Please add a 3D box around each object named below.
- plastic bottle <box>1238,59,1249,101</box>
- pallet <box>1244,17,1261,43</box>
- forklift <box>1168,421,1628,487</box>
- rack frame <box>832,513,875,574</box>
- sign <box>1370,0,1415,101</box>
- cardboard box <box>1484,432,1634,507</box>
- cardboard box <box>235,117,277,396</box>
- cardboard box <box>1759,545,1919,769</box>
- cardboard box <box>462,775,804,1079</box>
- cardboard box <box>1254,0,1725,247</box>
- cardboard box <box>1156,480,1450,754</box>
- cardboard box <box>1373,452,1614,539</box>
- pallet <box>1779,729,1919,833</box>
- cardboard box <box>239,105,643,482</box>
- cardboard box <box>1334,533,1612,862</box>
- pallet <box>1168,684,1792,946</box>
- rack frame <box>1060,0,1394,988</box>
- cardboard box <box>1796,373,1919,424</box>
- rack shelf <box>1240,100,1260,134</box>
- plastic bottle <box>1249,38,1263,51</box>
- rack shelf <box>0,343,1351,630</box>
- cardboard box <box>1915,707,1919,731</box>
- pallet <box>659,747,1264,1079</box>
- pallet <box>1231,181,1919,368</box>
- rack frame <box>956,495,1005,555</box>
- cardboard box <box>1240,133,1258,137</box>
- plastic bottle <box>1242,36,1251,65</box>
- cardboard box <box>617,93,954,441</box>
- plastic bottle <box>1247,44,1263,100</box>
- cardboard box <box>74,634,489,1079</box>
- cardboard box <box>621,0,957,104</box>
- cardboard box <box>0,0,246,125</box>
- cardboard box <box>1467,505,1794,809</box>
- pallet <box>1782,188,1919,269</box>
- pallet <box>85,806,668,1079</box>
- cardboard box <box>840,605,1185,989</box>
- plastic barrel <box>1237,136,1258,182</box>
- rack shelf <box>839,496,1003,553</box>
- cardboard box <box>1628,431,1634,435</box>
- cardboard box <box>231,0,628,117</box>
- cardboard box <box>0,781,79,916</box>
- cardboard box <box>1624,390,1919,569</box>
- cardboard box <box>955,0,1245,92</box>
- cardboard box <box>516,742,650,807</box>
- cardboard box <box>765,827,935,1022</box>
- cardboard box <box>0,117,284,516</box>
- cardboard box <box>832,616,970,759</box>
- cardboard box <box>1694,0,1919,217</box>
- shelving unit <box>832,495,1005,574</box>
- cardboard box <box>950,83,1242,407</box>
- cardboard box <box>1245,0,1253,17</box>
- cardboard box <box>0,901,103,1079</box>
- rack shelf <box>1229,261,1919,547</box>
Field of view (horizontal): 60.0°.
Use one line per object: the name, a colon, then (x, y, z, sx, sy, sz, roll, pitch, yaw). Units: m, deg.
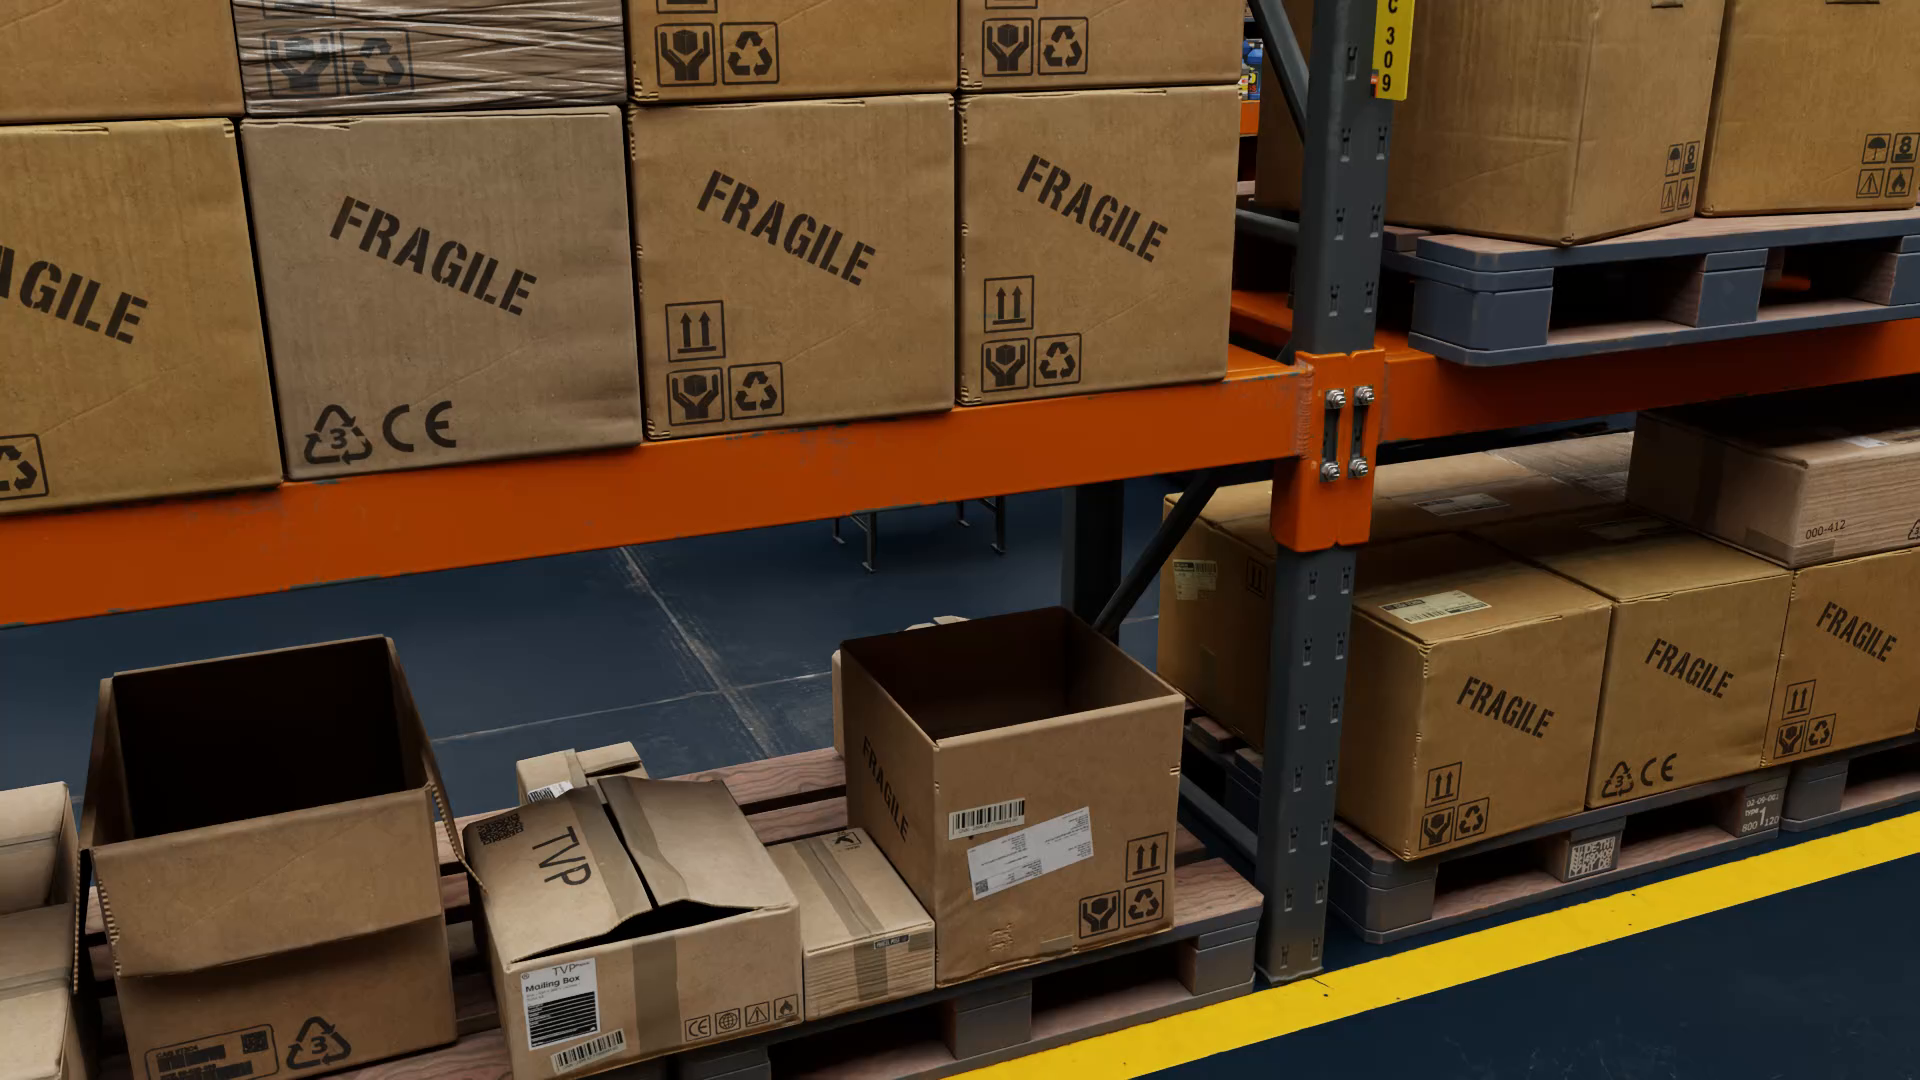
plastic bottle: (1.418, -2.338, 8.444, 0.097, 0.201, 0.097, 0, 19, 0)
pallet: (2.053, -4.386, 14.251, 1.213, 0.211, 1.003, -8, 21, -22)
forklift: (2.177, -1.799, 6.718, 3.031, 2.935, 1.130, -11, 22, -28)
rack frame: (-0.376, -0.937, 5.520, 0.015, 2.100, 0.400, -8, 21, -22)
sign: (0.721, -0.900, 2.758, 0.005, 0.325, 0.100, -8, 21, -22)
cardboard box: (1.757, 0.035, 4.508, 0.500, 0.500, 0.500, -8, 21, -21)
cardboard box: (-1.472, -0.518, 2.827, 0.500, 0.500, 0.500, -8, 21, -23)
cardboard box: (1.987, 0.189, 4.069, 0.500, 0.500, 0.500, -8, 21, -21)
cardboard box: (-0.600, 0.665, 3.003, 0.500, 0.311, 0.500, -8, 21, -22)
cardboard box: (1.023, -0.895, 3.265, 0.500, 0.500, 0.700, -17, 26, -40)
cardboard box: (0.839, 0.163, 4.143, 0.500, 0.500, 0.500, -8, 21, -22)
cardboard box: (1.296, 0.101, 4.321, 0.500, 0.500, 0.500, -8, 21, -22)
pallet: (2.353, 0.379, 4.628, 1.213, 0.211, 1.003, -8, 21, -22)
cardboard box: (-0.802, -0.423, 2.555, 0.500, 0.500, 0.500, -8, 21, -21)
cardboard box: (1.040, 0.326, 3.680, 0.500, 0.500, 0.500, -9, 21, -24)
pallet: (1.231, 0.541, 4.168, 1.213, 0.211, 1.003, -8, 21, -22)
rack frame: (0.499, -0.656, 3.368, 0.127, 3.000, 1.000, -8, 21, -22)
cardboard box: (2.418, -0.225, 4.117, 0.500, 0.250, 0.500, -9, 21, -23)
rack shelf: (0.377, -2.091, 8.527, 4.000, 0.370, 1.077, -8, 21, -22)
plastic bottle: (1.688, -2.676, 9.293, 0.135, 0.276, 0.152, -8, 21, -22)
rack shelf: (-1.337, -0.054, 2.741, 4.000, 0.370, 1.077, -8, 21, -22)
cardboard box: (2.451, 0.123, 4.258, 0.500, 0.500, 0.500, -9, 21, -24)
pallet: (-0.132, 0.750, 3.576, 1.213, 0.211, 1.003, -8, 21, -22)
pallet: (1.276, -0.637, 3.604, 1.213, 0.211, 1.003, -8, 21, -22)
rack frame: (0.072, -1.001, 5.703, 0.015, 2.100, 0.400, -8, 21, -22)
cardboard box: (2.393, -3.553, 14.699, 0.500, 0.500, 0.700, -10, 22, -27)
plastic bottle: (1.571, -2.667, 9.274, 0.097, 0.271, 0.097, 0, 19, 0)
cardboard box: (-0.331, -0.491, 2.749, 0.500, 0.500, 0.500, -8, 21, -20)
plastic bottle: (1.507, -2.384, 8.469, 0.097, 0.271, 0.097, 0, 19, 0)
cardboard box: (-1.224, 0.563, 3.004, 0.637, 0.503, 0.797, -8, 21, -22)
cardboard box: (-0.332, -0.961, 2.579, 0.500, 0.500, 0.500, -9, 21, -23)
cardboard box: (-1.257, -0.829, 2.204, 0.500, 0.500, 0.500, -8, 21, -22)
cardboard box: (1.525, 0.253, 3.889, 0.500, 0.500, 0.500, -8, 21, -21)
pallet: (2.388, -0.834, 4.164, 1.213, 0.211, 1.003, -8, 21, -22)
pallet: (-1.254, 0.911, 3.116, 1.213, 0.211, 1.003, -8, 21, -22)
cardboard box: (0.088, 0.477, 3.252, 0.500, 0.500, 0.500, -8, 21, -22)
plastic barrel: (1.771, -1.798, 9.247, 0.708, 0.830, 0.600, -8, 21, -22)
rack shelf: (-0.152, -0.295, 5.848, 0.480, 0.518, 0.431, -8, 21, -22)
cardboard box: (2.223, -0.033, 4.699, 0.500, 0.500, 0.500, -9, 21, -24)
cardboard box: (-0.795, -0.895, 2.391, 0.500, 0.500, 0.500, -8, 21, -21)
cardboard box: (-1.888, 0.697, 3.003, 0.500, 0.250, 0.500, -8, 21, -22)
cardboard box: (1.958, -0.159, 3.929, 0.500, 0.250, 0.500, -8, 21, -22)
cardboard box: (0.137, -1.029, 2.773, 0.500, 0.500, 0.500, -8, 21, -22)
cardboard box: (-0.762, 0.579, 3.465, 0.250, 0.166, 0.380, -8, 21, -22)
cardboard box: (-0.232, 0.710, 3.118, 0.250, 0.149, 0.380, -8, 21, -22)
cardboard box: (-1.269, -0.355, 2.362, 0.500, 0.500, 0.500, -8, 21, -21)
cardboard box: (0.028, 0.394, 3.772, 0.500, 0.311, 0.500, -8, 21, -22)
cardboard box: (1.629, -1.005, 3.577, 0.500, 0.500, 0.700, -5, 20, -13)
shelving unit: (-0.152, -0.969, 5.611, 0.503, 2.100, 0.431, -8, 21, -22)
cardboard box: (0.142, -0.559, 2.943, 0.500, 0.500, 0.500, -8, 21, -21)
cardboard box: (2.369, -4.720, 14.124, 0.637, 0.503, 0.797, -6, 20, -16)
cardboard box: (-1.644, 0.843, 2.589, 0.500, 0.250, 0.500, -8, 21, -22)
rack shelf: (2.335, -0.580, 4.235, 4.000, 0.370, 1.077, -8, 21, -22)
